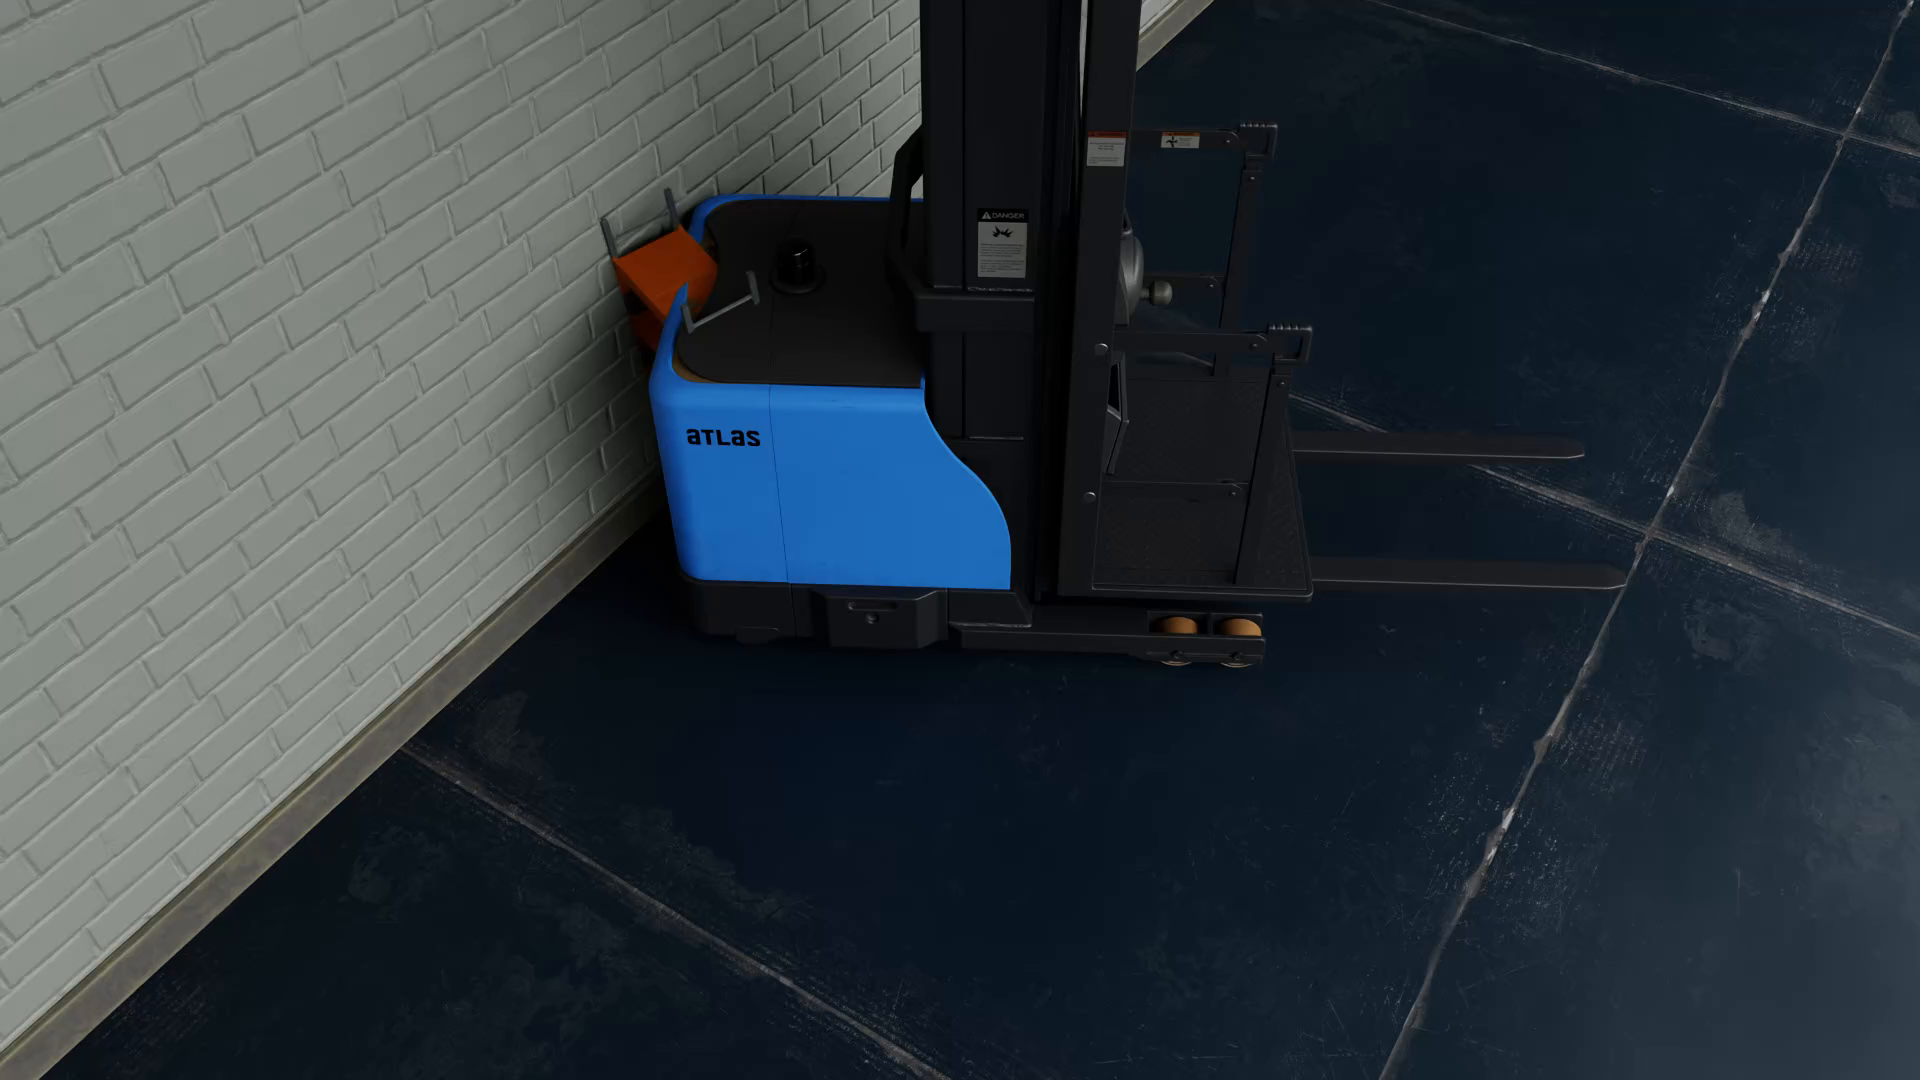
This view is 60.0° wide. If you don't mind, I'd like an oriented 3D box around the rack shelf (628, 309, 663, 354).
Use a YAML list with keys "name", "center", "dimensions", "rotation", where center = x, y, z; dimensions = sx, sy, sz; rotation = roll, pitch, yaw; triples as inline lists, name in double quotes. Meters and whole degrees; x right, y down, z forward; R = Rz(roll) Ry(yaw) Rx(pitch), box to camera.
- name: "rack shelf"
  center: [-0.808, -0.586, 5.239]
  dimensions: [0.258, 0.148, 0.480]
  rotation: [-31, 55, -19]

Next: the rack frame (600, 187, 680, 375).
- name: "rack frame"
  center: [-0.939, -0.635, 5.492]
  dimensions: [0.240, 1.200, 0.015]
  rotation: [-31, 55, -19]

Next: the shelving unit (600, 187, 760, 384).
- name: "shelving unit"
  center: [-0.797, -0.488, 5.360]
  dimensions: [0.258, 1.200, 0.503]
  rotation: [-31, 55, -19]

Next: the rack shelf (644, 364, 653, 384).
- name: "rack shelf"
  center: [-0.792, -0.446, 5.412]
  dimensions: [0.258, 0.148, 0.480]
  rotation: [-31, 55, -19]

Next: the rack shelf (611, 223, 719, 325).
- name: "rack shelf"
  center: [-0.824, -0.735, 5.056]
  dimensions: [0.258, 0.148, 0.480]
  rotation: [-31, 55, -19]

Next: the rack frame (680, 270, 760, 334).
- name: "rack frame"
  center: [-0.655, -0.340, 5.227]
  dimensions: [0.240, 1.200, 0.015]
  rotation: [-31, 55, -19]

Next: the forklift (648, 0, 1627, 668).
- name: "forklift"
  center: [0.628, -1.003, 4.681]
  dimensions: [3.031, 2.935, 1.130]
  rotation: [2, 46, 2]
